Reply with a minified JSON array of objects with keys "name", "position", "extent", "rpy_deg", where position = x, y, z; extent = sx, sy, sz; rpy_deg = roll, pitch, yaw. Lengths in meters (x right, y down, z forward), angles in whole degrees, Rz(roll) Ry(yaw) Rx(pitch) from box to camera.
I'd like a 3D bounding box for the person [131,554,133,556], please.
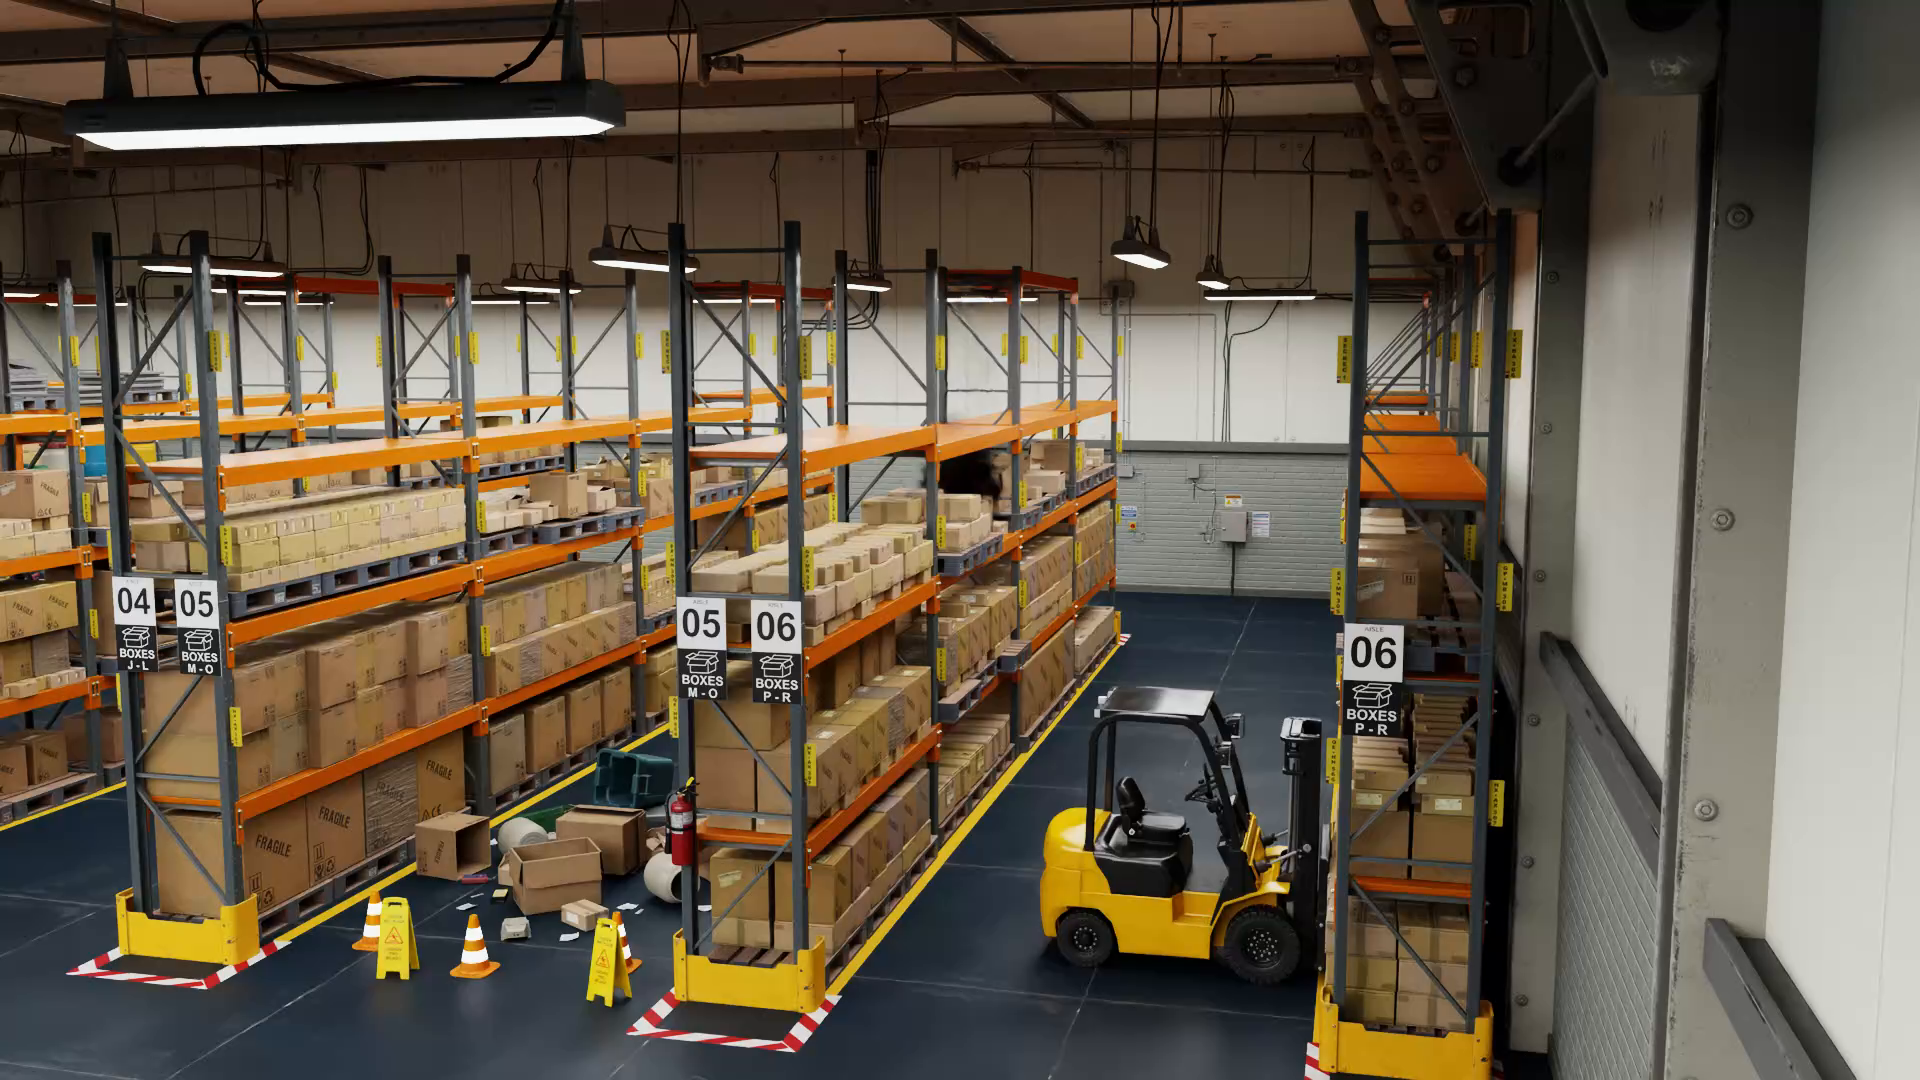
[{"name":"person","position":[-15.604,0.574,31.384],"extent":[0.550,1.578,0.626],"rpy_deg":[1,7,9]}]
